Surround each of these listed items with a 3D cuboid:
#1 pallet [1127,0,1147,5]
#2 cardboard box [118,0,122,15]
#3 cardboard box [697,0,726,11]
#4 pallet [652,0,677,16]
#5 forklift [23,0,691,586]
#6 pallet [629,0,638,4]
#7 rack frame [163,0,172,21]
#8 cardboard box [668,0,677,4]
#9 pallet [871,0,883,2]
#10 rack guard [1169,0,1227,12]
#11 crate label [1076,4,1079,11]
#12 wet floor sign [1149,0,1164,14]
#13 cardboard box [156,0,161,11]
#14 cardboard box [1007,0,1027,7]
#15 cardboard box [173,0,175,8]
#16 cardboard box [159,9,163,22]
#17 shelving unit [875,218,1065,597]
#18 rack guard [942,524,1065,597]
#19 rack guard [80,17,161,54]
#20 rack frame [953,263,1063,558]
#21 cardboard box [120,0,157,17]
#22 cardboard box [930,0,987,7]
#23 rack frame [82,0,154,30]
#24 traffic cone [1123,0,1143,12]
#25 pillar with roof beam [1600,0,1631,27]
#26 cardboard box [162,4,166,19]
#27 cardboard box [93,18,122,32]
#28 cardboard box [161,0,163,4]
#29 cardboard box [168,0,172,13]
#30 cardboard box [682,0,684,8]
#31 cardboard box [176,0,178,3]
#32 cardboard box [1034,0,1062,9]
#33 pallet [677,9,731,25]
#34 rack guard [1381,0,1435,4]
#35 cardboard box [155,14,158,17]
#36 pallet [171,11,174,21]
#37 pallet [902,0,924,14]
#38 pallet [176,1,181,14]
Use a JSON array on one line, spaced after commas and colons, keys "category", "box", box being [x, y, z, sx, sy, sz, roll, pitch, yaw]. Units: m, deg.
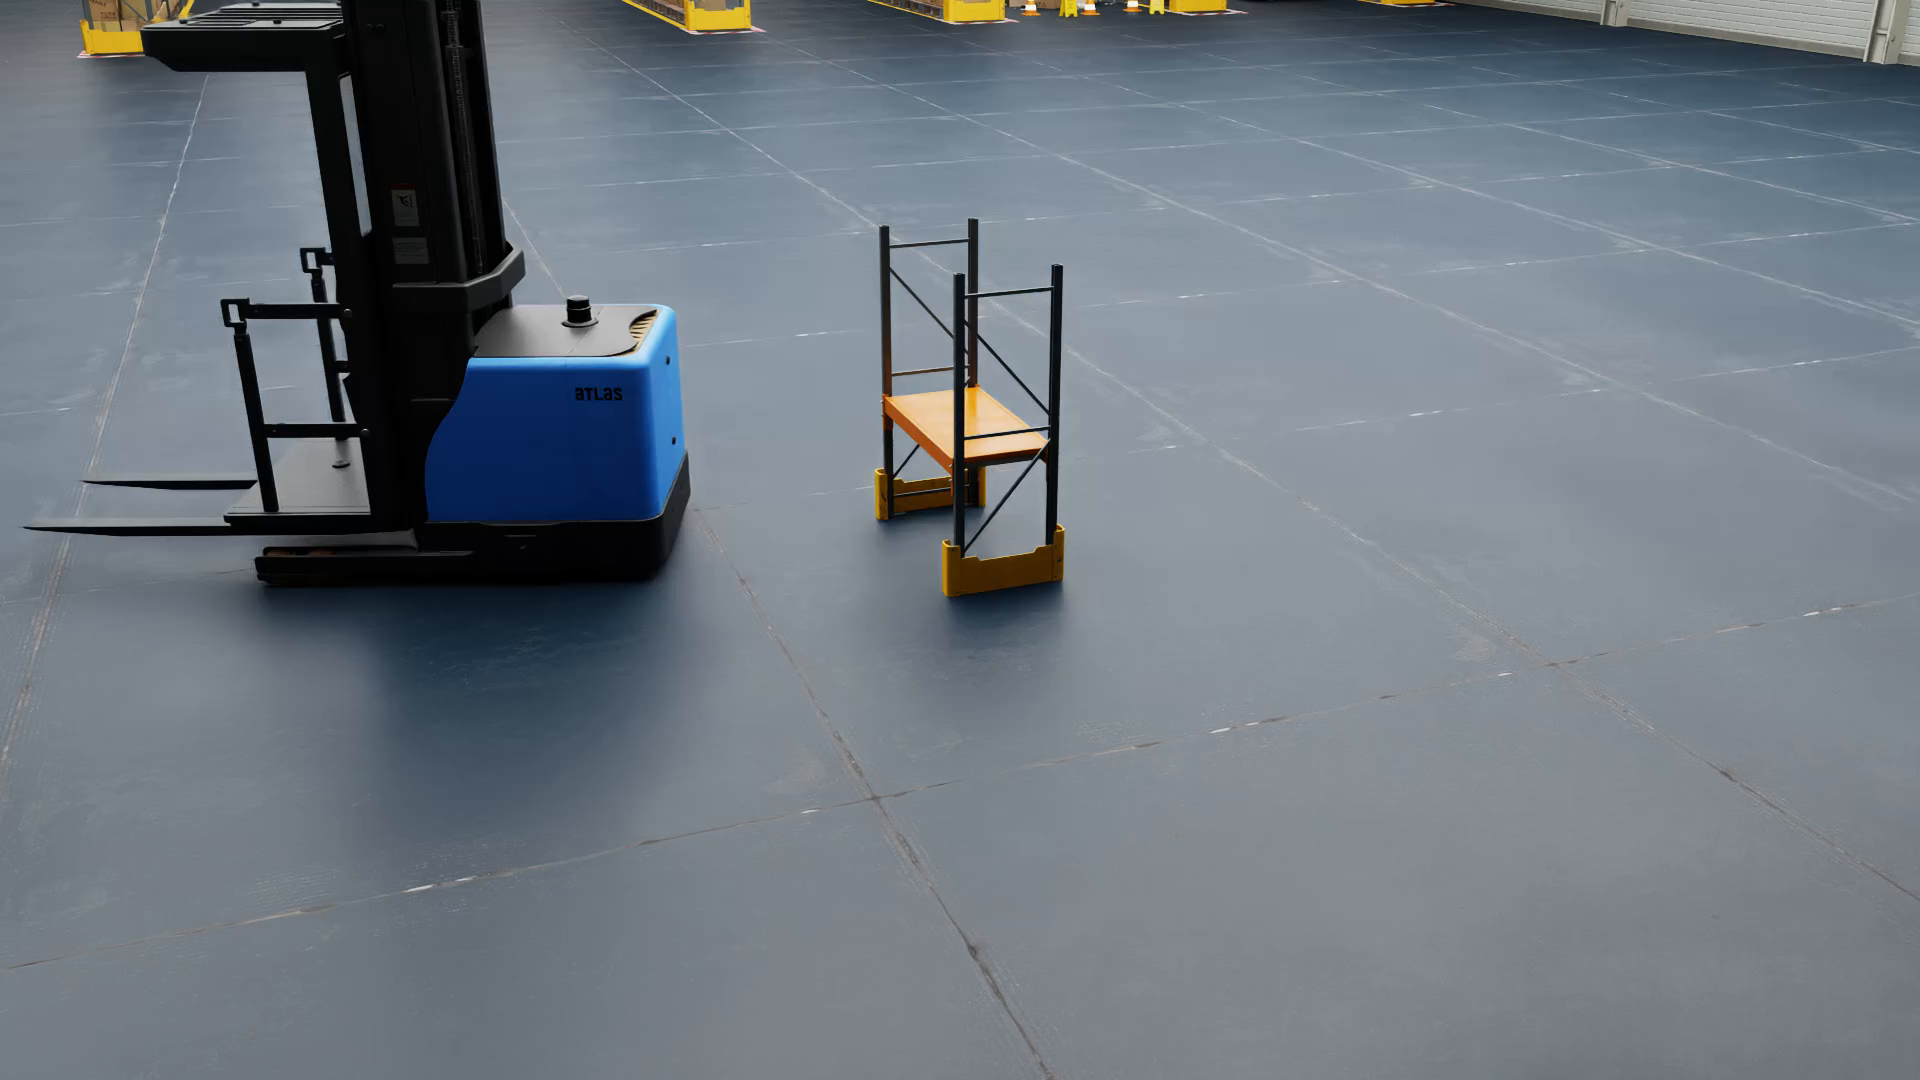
[{"category": "pallet", "box": [4.151, -11.608, 35.518, 1.003, 0.211, 1.213, -8, 24, -19]}, {"category": "cardboard box", "box": [-14.516, -9.192, 28.231, 0.500, 0.500, 0.500, -8, 24, -19]}, {"category": "cardboard box", "box": [-4.617, -10.034, 30.871, 0.500, 0.500, 0.500, -4, 23, -9]}, {"category": "pallet", "box": [-5.555, -10.692, 33.346, 1.003, 0.211, 1.213, -8, 24, -19]}, {"category": "forklift", "box": [-2.905, -1.346, 7.670, 3.031, 2.935, 1.130, 0, 23, -1]}, {"category": "pallet", "box": [-6.537, -11.658, 35.637, 1.003, 0.211, 1.213, -8, 24, -19]}, {"category": "rack frame", "box": [-15.094, -10.858, 30.150, 1.000, 3.000, 0.127, -8, 24, -19]}, {"category": "cardboard box", "box": [-5.512, -10.900, 32.926, 0.500, 0.500, 0.500, -1, 23, -2]}, {"category": "pallet", "box": [-1.493, -11.845, 36.081, 1.003, 0.211, 1.213, -8, 24, -19]}, {"category": "rack guard", "box": [4.832, -10.998, 33.700, 1.175, 0.500, 0.348, -8, 24, -19]}, {"category": "crate label", "box": [2.246, -10.784, 33.659, 0.298, 0.136, 0.250, 18, 29, 36]}, {"category": "wet floor sign", "box": [3.925, -10.822, 33.094, 0.267, 0.644, 0.232, 0, 23, -1]}, {"category": "cardboard box", "box": [-14.190, -9.448, 28.837, 0.500, 0.500, 0.500, -8, 24, -19]}, {"category": "cardboard box", "box": [1.181, -11.228, 34.548, 0.396, 0.266, 0.258, -4, 23, -10]}, {"category": "cardboard box", "box": [-15.370, -10.339, 31.918, 0.500, 0.250, 0.500, -9, 25, -21]}, {"category": "cardboard box", "box": [-14.191, -9.102, 28.983, 0.500, 0.250, 0.500, -8, 24, -19]}, {"category": "shelving unit", "box": [0.027, -0.663, 7.893, 0.587, 1.500, 1.083, -8, 24, -19]}, {"category": "rack guard", "box": [0.203, 0.093, 7.706, 0.587, 0.250, 0.087, -8, 24, -19]}, {"category": "rack guard", "box": [-13.673, -8.244, 27.167, 1.175, 0.500, 0.348, -8, 24, -19]}, {"category": "rack frame", "box": [0.210, -0.475, 7.447, 0.500, 1.500, 0.032, -8, 24, -19]}, {"category": "cardboard box", "box": [-13.841, -9.084, 27.974, 0.500, 0.500, 0.500, -8, 24, -19]}, {"category": "cardboard box", "box": [-0.038, -10.858, 32.345, 0.875, 0.875, 0.875, -8, 24, -19]}, {"category": "rack frame", "box": [-13.681, -9.405, 26.702, 1.000, 3.000, 0.127, -8, 24, -19]}, {"category": "traffic cone", "box": [3.500, -10.933, 33.593, 0.336, 0.463, 0.334, -8, 24, -19]}, {"category": "pillar with roof beam", "box": [8.190, -13.175, 27.923, 9.100, 9.000, 0.400, -8, 24, -19]}, {"category": "cardboard box", "box": [-14.559, -9.463, 29.840, 0.500, 0.250, 0.500, -8, 24, -19]}, {"category": "cardboard box", "box": [-14.147, -8.486, 27.520, 0.500, 0.250, 0.500, -8, 24, -19]}, {"category": "cardboard box", "box": [-14.560, -9.808, 29.693, 0.500, 0.500, 0.500, -8, 24, -19]}, {"category": "cardboard box", "box": [-15.005, -9.965, 31.031, 0.500, 0.250, 0.500, -9, 24, -20]}, {"category": "cardboard box", "box": [-5.064, -10.476, 31.921, 0.500, 0.500, 0.500, -6, 24, -14]}, {"category": "cardboard box", "box": [-15.733, -10.710, 32.799, 0.500, 0.250, 0.500, -8, 24, -18]}, {"category": "cardboard box", "box": [1.870, -11.263, 34.324, 0.637, 0.503, 0.797, 12, 26, 27]}, {"category": "pallet", "box": [-4.693, -9.805, 31.242, 1.003, 0.211, 1.213, -8, 24, -19]}, {"category": "rack guard", "box": [9.509, -11.644, 35.233, 1.175, 0.500, 0.348, -8, 24, -19]}, {"category": "cardboard box", "box": [-13.843, -8.738, 28.119, 0.500, 0.250, 0.500, -8, 24, -19]}, {"category": "pallet", "box": [-15.391, -9.836, 31.314, 1.003, 0.211, 1.213, -8, 24, -19]}, {"category": "pallet", "box": [-0.519, -10.844, 33.706, 1.003, 0.211, 1.213, -8, 24, -19]}, {"category": "pallet", "box": [-16.253, -10.722, 33.418, 1.003, 0.211, 1.213, -8, 24, -19]}]
